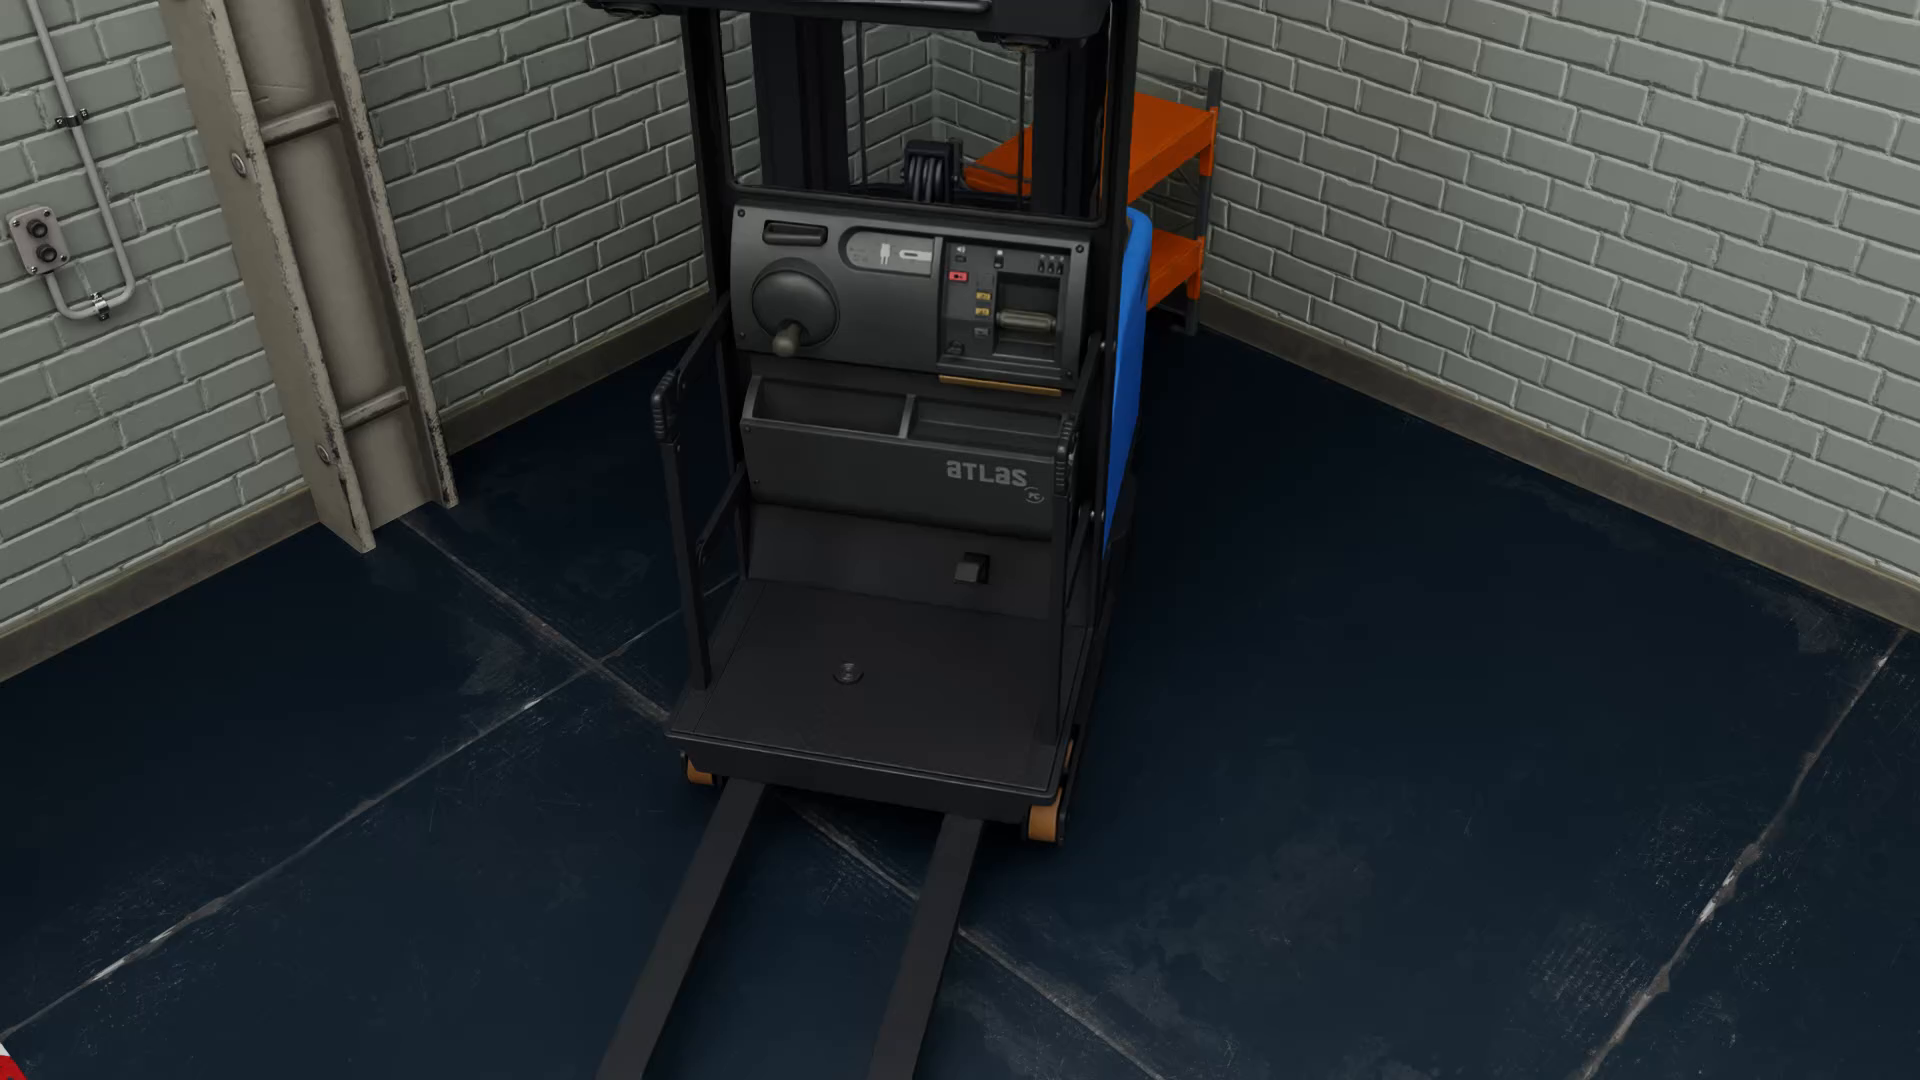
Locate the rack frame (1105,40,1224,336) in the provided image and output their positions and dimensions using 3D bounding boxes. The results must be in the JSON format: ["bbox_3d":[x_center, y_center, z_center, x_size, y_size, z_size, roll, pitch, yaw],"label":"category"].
[{"bbox_3d":[0.757,-1.369,6.568,0.500,1.125,0.032,24,44,27],"label":"rack frame"}]

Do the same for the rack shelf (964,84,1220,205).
[{"bbox_3d":[0.466,-1.339,6.060,0.538,0.278,1.000,24,44,27],"label":"rack shelf"}]

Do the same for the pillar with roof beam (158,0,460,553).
[{"bbox_3d":[1.154,-1.822,0.812,9.100,9.000,0.400,30,47,32],"label":"pillar with roof beam"}]

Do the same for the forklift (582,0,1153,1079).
[{"bbox_3d":[-0.182,-0.557,4.095,1.130,2.935,3.031,8,39,10],"label":"forklift"}]

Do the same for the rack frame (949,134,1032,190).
[{"bbox_3d":[0.174,-0.851,5.916,0.500,1.125,0.032,24,44,27],"label":"rack frame"}]

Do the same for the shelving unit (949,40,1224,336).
[{"bbox_3d":[0.466,-1.110,6.242,0.538,1.125,1.048,24,44,27],"label":"shelving unit"}]

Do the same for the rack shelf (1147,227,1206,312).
[{"bbox_3d":[0.466,-0.919,6.395,0.538,0.278,1.000,24,44,27],"label":"rack shelf"}]

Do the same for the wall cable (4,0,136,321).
[{"bbox_3d":[-3.042,-1.061,3.858,0.084,1.984,1.851,30,47,32],"label":"wall cable"}]
